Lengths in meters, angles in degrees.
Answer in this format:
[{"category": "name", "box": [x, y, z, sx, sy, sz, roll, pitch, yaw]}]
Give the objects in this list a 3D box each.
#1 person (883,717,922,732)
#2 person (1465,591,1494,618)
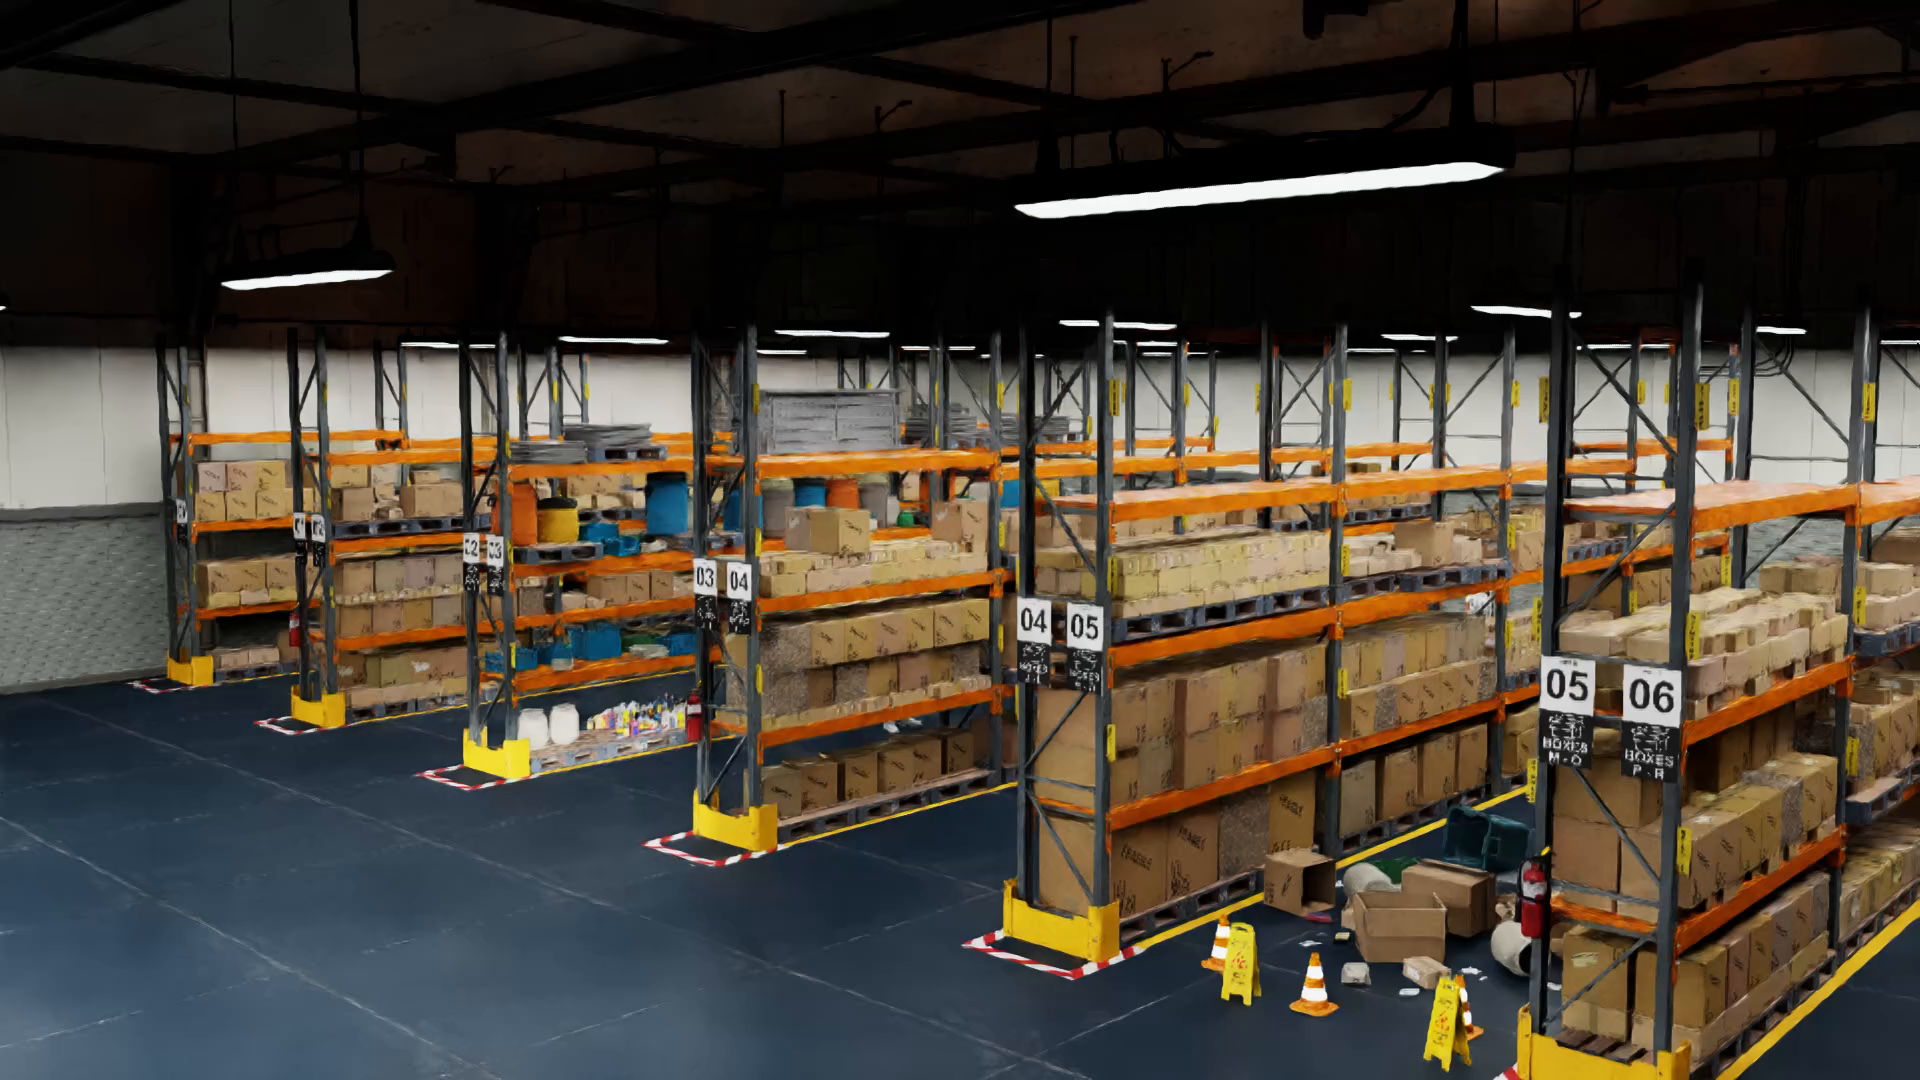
[{"category": "person", "box": [-0.867, 1.934, 24.779, 0.522, 1.787, 0.654, 2, 6, 17]}, {"category": "person", "box": [9.534, 1.442, 30.864, 0.654, 1.655, 0.531, 0, 5, 1]}]
